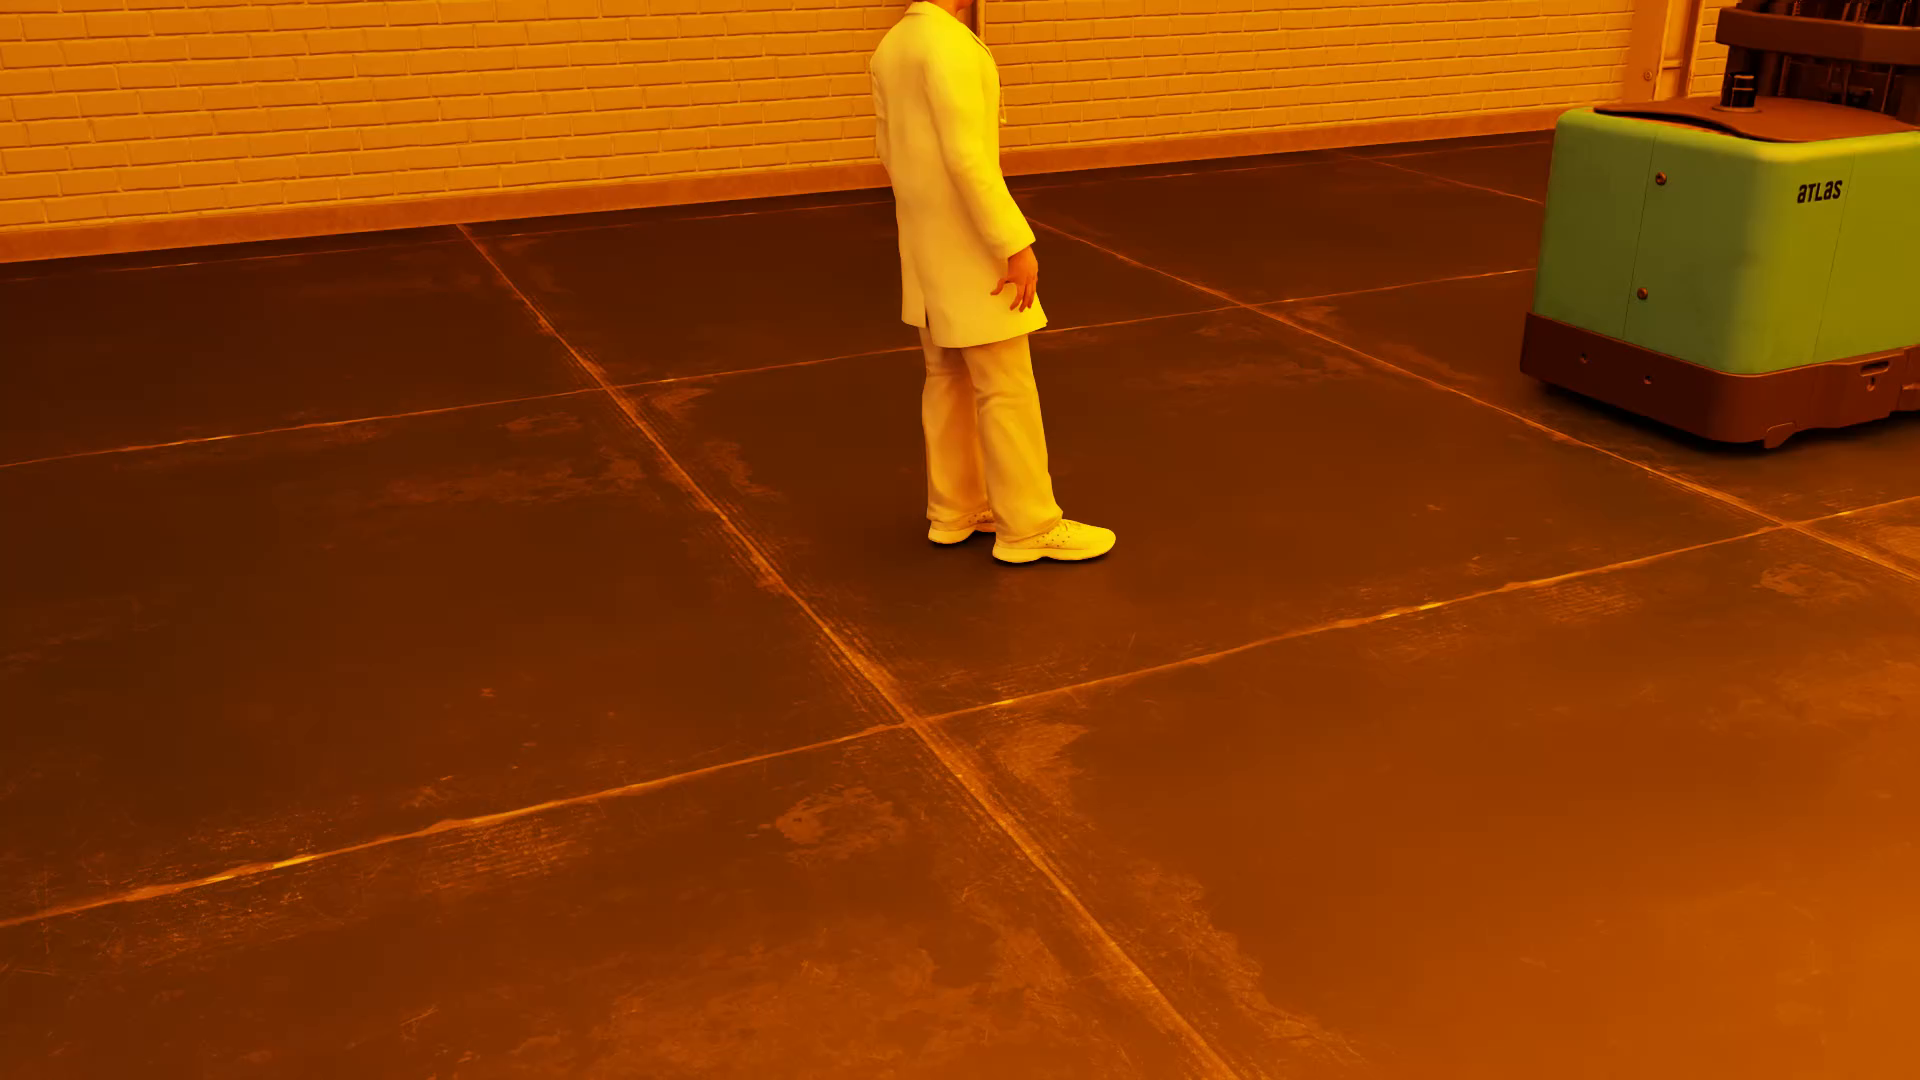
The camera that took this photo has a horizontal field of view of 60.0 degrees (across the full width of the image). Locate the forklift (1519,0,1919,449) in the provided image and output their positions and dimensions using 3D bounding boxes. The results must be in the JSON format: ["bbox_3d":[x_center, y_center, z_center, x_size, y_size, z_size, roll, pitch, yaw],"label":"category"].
[{"bbox_3d":[3.745,-2.047,6.215,3.031,2.935,1.130,-11,25,-25],"label":"forklift"}]

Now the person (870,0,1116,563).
[{"bbox_3d":[0.084,-0.840,4.794,0.581,1.775,0.696,-10,25,-23],"label":"person"}]
